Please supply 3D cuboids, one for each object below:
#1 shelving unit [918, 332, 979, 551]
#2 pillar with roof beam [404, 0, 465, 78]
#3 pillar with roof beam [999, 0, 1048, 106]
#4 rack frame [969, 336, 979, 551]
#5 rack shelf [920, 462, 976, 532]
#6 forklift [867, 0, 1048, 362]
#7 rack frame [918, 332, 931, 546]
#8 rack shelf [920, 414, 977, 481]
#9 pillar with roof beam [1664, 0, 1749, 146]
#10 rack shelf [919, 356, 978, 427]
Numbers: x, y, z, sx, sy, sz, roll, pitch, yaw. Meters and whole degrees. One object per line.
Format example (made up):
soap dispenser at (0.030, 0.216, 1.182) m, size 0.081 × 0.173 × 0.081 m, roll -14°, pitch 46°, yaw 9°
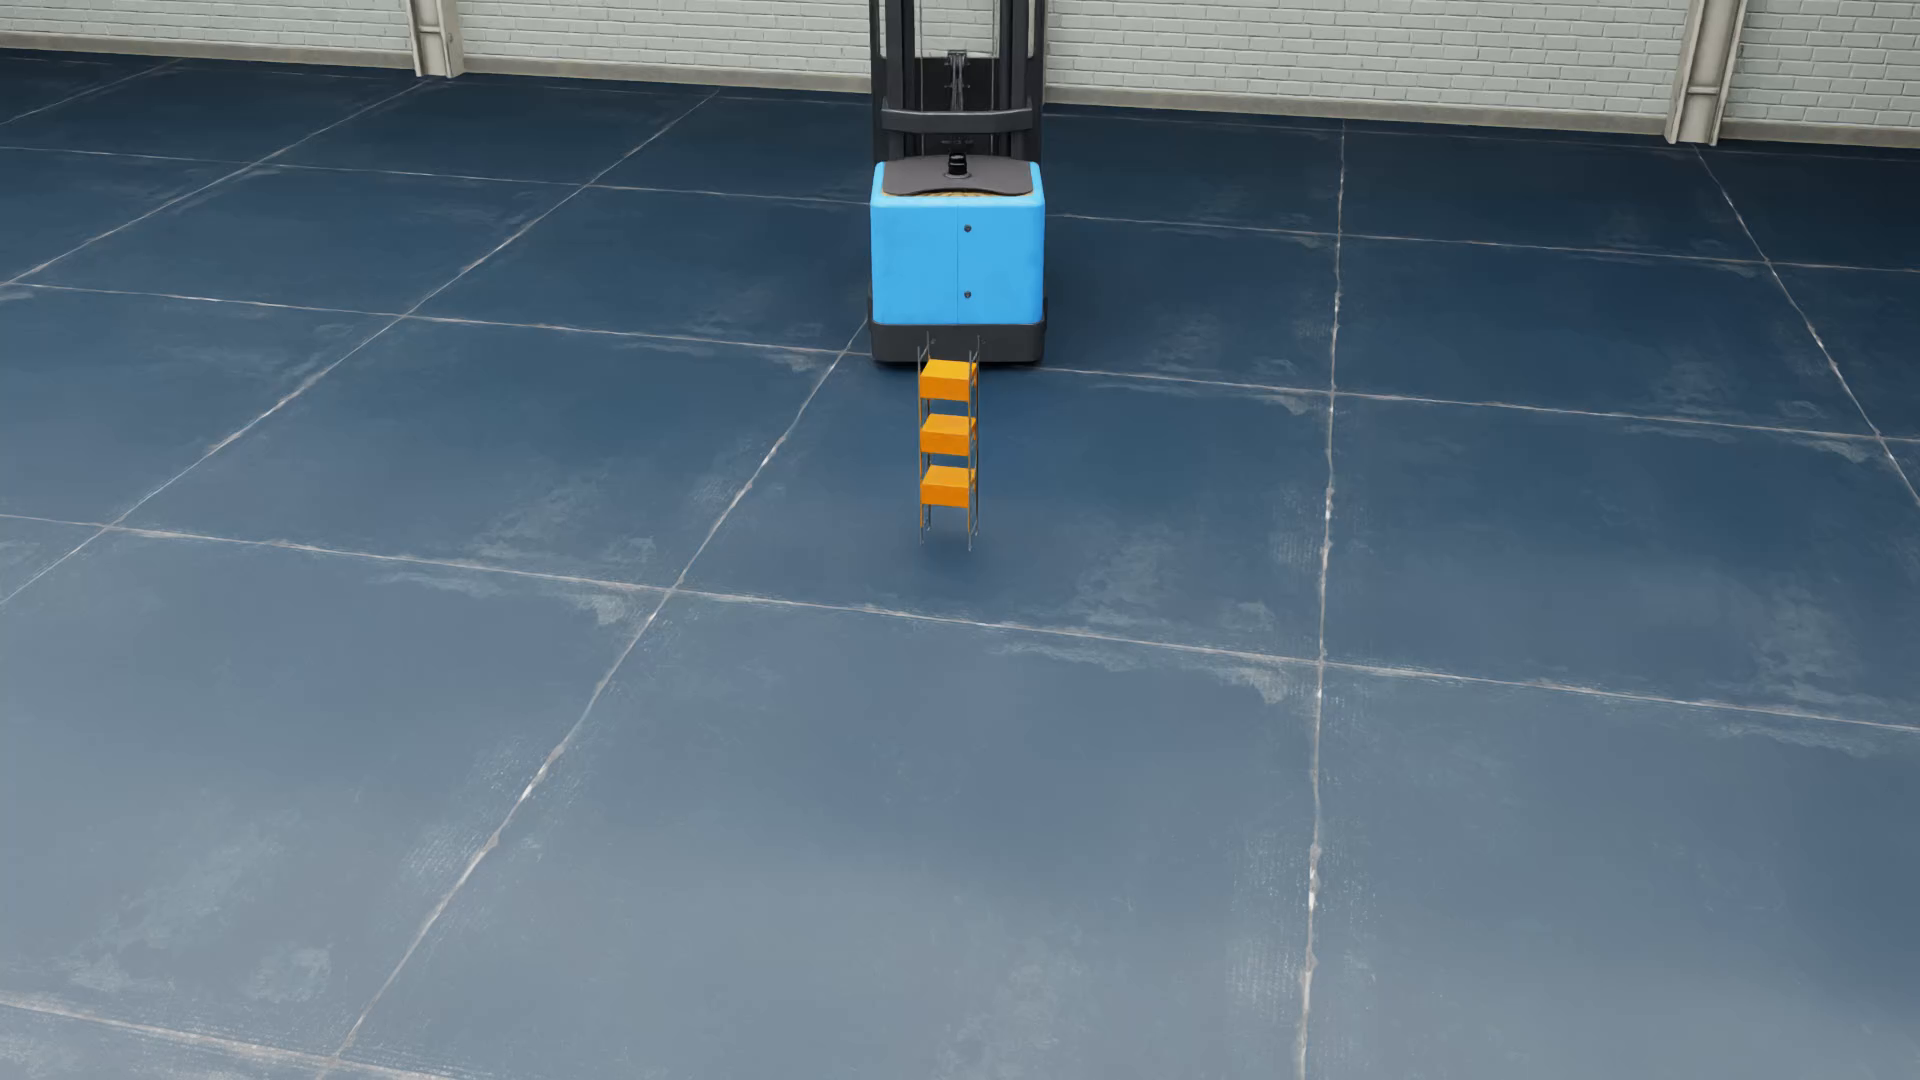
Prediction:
shelving unit at (-0.052, -0.466, 8.008) m, size 0.252 × 1.050 × 0.215 m, roll 6°, pitch 29°, yaw 11°
pillar with roof beam at (-6.176, -6.669, 11.060) m, size 0.400 × 9.000 × 9.100 m, roll 6°, pitch 29°, yaw 11°
pillar with roof beam at (-0.308, -6.067, 9.961) m, size 0.400 × 9.000 × 9.100 m, roll 6°, pitch 29°, yaw 11°
rack frame at (0.067, -0.454, 7.985) m, size 0.008 × 1.050 × 0.200 m, roll 6°, pitch 29°, yaw 11°
rack shelf at (-0.052, -0.213, 8.146) m, size 0.240 × 0.259 × 0.215 m, roll 6°, pitch 29°, yaw 11°
forklift at (-0.021, -3.029, 10.731) m, size 1.130 × 2.935 × 3.031 m, roll 0°, pitch 29°, yaw 0°
rack frame at (-0.172, -0.478, 8.030) m, size 0.008 × 1.050 × 0.200 m, roll 6°, pitch 29°, yaw 11°
rack shelf at (-0.052, -0.457, 8.013) m, size 0.240 × 0.259 × 0.215 m, roll 6°, pitch 29°, yaw 11°
pillar with roof beam at (5.559, -5.465, 8.862) m, size 0.400 × 9.000 × 9.100 m, roll 6°, pitch 29°, yaw 11°
rack shelf at (-0.052, -0.705, 7.877) m, size 0.240 × 0.259 × 0.215 m, roll 6°, pitch 29°, yaw 11°
